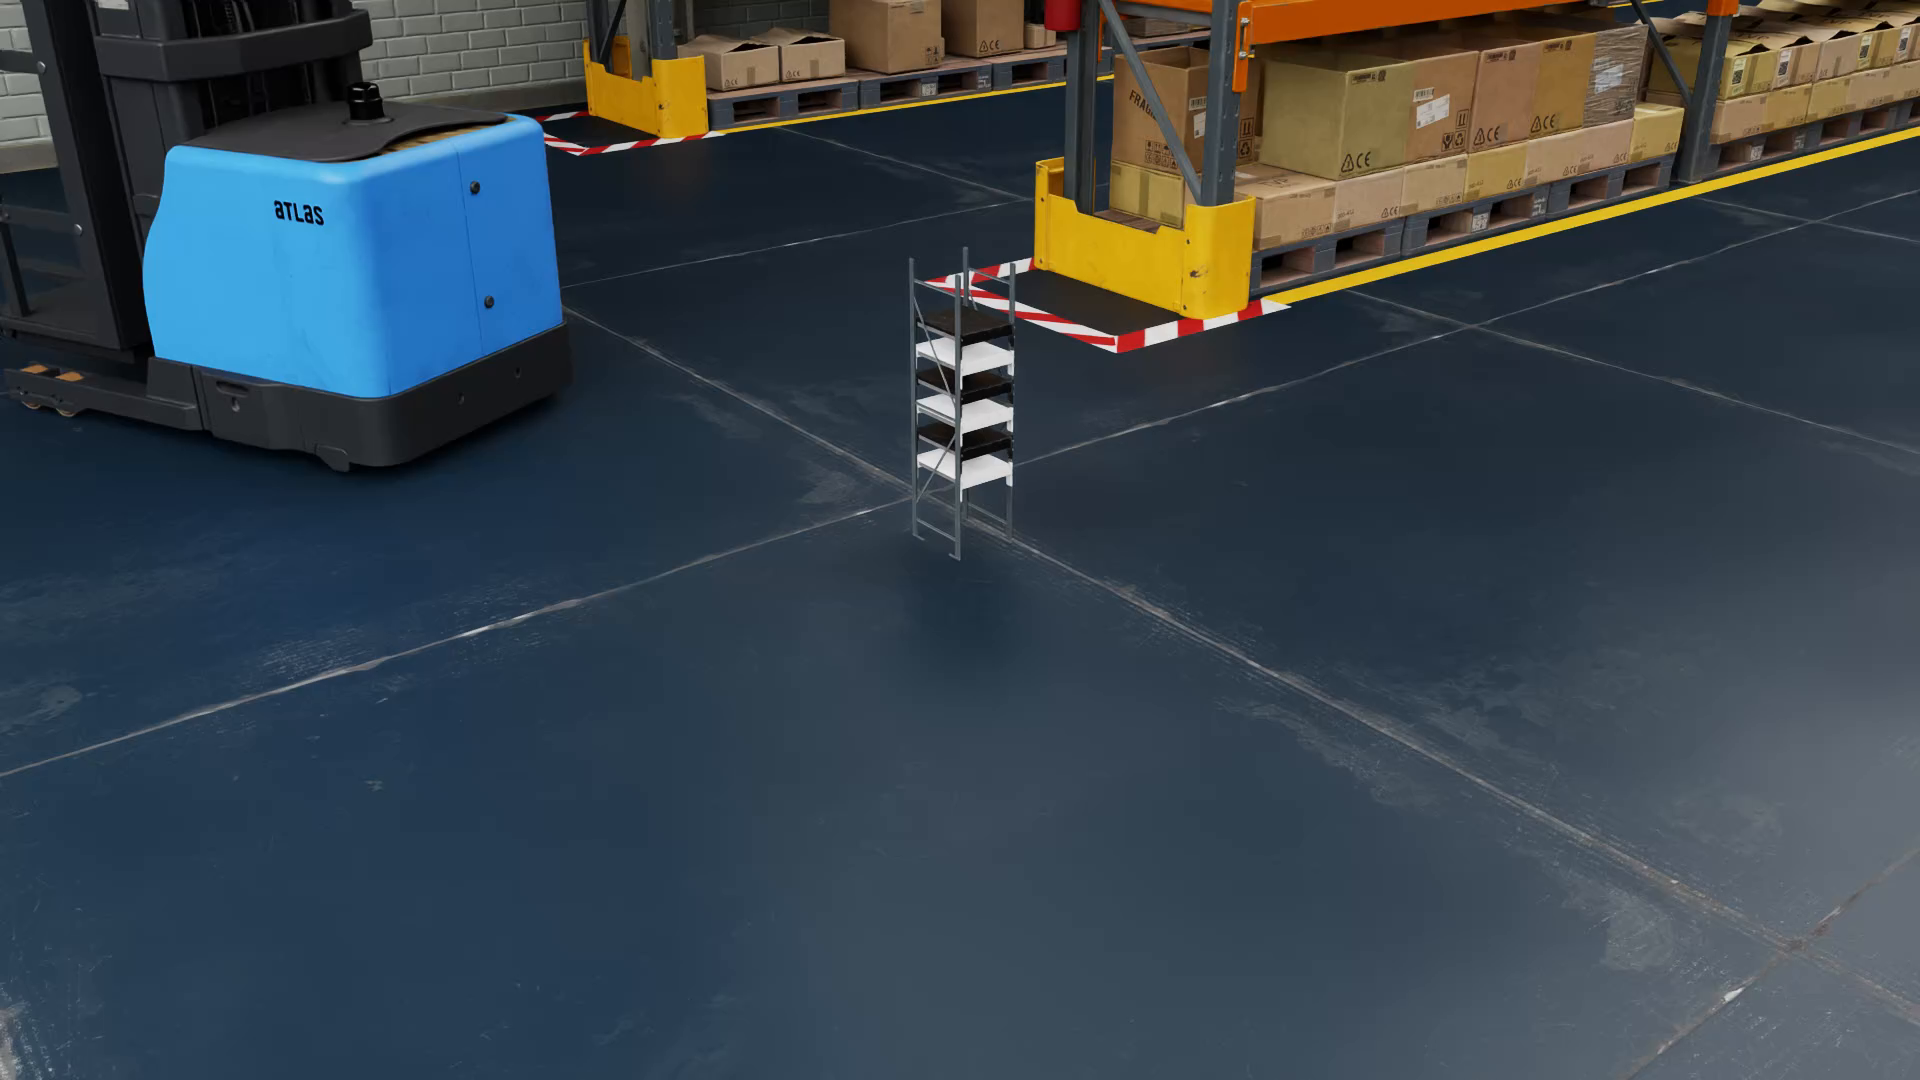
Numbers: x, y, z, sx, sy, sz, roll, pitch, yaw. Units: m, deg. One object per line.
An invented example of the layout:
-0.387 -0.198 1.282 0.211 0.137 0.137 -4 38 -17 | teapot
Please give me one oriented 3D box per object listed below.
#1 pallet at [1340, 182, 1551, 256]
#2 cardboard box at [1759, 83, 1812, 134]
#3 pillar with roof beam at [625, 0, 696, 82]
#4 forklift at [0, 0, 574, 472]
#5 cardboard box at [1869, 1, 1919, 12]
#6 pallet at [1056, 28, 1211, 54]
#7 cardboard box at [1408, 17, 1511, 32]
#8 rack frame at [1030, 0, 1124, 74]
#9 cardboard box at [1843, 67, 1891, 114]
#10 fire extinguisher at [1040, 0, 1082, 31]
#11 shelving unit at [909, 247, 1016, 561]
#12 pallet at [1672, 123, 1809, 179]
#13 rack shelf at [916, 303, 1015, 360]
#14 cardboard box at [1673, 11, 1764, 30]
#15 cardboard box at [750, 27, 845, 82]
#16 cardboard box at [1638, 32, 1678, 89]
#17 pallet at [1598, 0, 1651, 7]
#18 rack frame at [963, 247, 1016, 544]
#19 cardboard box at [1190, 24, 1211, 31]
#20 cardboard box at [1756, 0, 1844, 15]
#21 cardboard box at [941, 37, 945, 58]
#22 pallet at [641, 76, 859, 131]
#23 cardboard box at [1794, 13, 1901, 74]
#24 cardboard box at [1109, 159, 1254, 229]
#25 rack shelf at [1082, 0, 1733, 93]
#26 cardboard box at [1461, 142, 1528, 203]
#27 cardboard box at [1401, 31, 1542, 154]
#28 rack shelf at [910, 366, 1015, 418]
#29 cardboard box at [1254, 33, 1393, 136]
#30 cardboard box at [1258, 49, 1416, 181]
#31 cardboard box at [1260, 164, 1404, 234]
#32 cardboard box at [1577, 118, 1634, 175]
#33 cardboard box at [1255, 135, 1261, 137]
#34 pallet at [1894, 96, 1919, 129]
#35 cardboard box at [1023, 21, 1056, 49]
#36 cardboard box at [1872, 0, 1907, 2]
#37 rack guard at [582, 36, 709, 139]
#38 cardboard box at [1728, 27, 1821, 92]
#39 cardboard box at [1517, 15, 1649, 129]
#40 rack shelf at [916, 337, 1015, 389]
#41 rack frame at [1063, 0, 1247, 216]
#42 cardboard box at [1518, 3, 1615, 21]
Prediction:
2.386 -1.830 8.943 1.213 0.211 1.003 -18 31 -34 | pallet
4.872 -2.705 10.282 0.500 0.250 0.500 -17 30 -33 | cardboard box
0.465 -5.971 7.426 0.400 9.000 9.100 -18 31 -34 | pillar with roof beam
-3.040 -1.976 6.025 3.031 2.935 1.130 12 27 24 | forklift
6.481 -3.488 11.305 0.500 0.311 0.500 -19 31 -35 | cardboard box
1.551 -4.184 14.016 1.213 0.211 1.003 -18 31 -34 | pallet
2.654 -2.613 9.195 0.500 0.500 0.500 -18 31 -34 | cardboard box
0.939 -5.247 12.992 0.127 3.000 1.000 -18 31 -34 | rack frame
5.679 -2.972 10.858 0.500 0.250 0.500 -18 30 -33 | cardboard box
0.471 -2.656 7.501 0.183 0.674 0.296 -18 31 -34 | fire extinguisher
0.006 -0.410 5.065 0.210 0.900 0.258 -18 31 -34 | shelving unit
4.554 -2.546 10.485 1.213 0.211 1.003 -18 31 -34 | pallet
0.006 -0.625 4.965 0.200 0.077 0.258 -18 31 -34 | rack shelf
4.940 -3.270 10.835 0.500 0.311 0.500 -18 31 -34 | cardboard box
-1.160 -3.485 11.868 0.500 0.311 0.500 -15 29 -30 | cardboard box
4.140 -3.004 10.262 0.500 0.311 0.500 -18 31 -34 | cardboard box
6.674 -5.834 17.571 1.213 0.211 1.003 -18 31 -34 | pallet
0.086 -0.437 5.122 0.006 0.900 0.240 -18 31 -34 | rack frame
1.883 -4.660 14.174 0.500 0.500 0.700 -19 31 -35 | cardboard box
5.742 -3.534 11.402 0.500 0.311 0.500 -19 31 -35 | cardboard box
-0.332 -3.744 12.618 0.250 0.149 0.380 -21 32 -38 | cardboard box
-1.488 -3.162 11.812 1.213 0.211 1.003 -18 31 -34 | pallet
5.686 -3.229 10.745 0.500 0.311 0.500 -17 30 -33 | cardboard box
1.091 -1.748 8.221 0.500 0.250 0.500 -18 31 -34 | cardboard box
2.425 -2.761 8.490 4.000 0.370 1.077 -18 31 -34 | rack shelf
2.592 -1.965 8.689 0.500 0.250 0.500 -18 31 -34 | cardboard box
2.592 -2.305 8.531 0.500 0.500 0.500 -18 31 -34 | cardboard box
0.006 -0.462 5.041 0.200 0.077 0.258 -18 31 -34 | rack shelf
1.867 -2.353 8.634 0.500 0.500 0.500 -18 31 -34 | cardboard box
1.802 -2.047 7.974 0.500 0.500 0.500 -18 31 -34 | cardboard box
1.801 -1.707 8.133 0.500 0.250 0.500 -18 31 -34 | cardboard box
3.369 -2.230 9.260 0.500 0.250 0.500 -18 31 -34 | cardboard box
1.869 -2.012 8.790 0.500 0.250 0.500 -18 31 -34 | cardboard box
6.474 -3.180 11.851 1.213 0.211 1.003 -18 31 -34 | pallet
0.536 -4.012 13.175 0.380 0.166 0.250 22 33 39 | cardboard box
6.553 -3.804 11.986 0.500 0.311 0.500 -17 30 -32 | cardboard box
-2.149 -3.093 11.322 0.348 0.500 1.175 -18 31 -34 | rack guard
4.875 -2.957 10.160 0.500 0.311 0.500 -19 31 -35 | cardboard box
3.368 -2.571 9.103 0.500 0.500 0.500 -18 31 -34 | cardboard box
0.006 -0.543 5.003 0.200 0.077 0.258 -18 31 -34 | rack shelf
0.851 -2.567 7.219 0.127 3.000 1.000 -18 31 -34 | rack frame
3.440 -2.873 9.754 0.500 0.500 0.500 -18 31 -34 | cardboard box
